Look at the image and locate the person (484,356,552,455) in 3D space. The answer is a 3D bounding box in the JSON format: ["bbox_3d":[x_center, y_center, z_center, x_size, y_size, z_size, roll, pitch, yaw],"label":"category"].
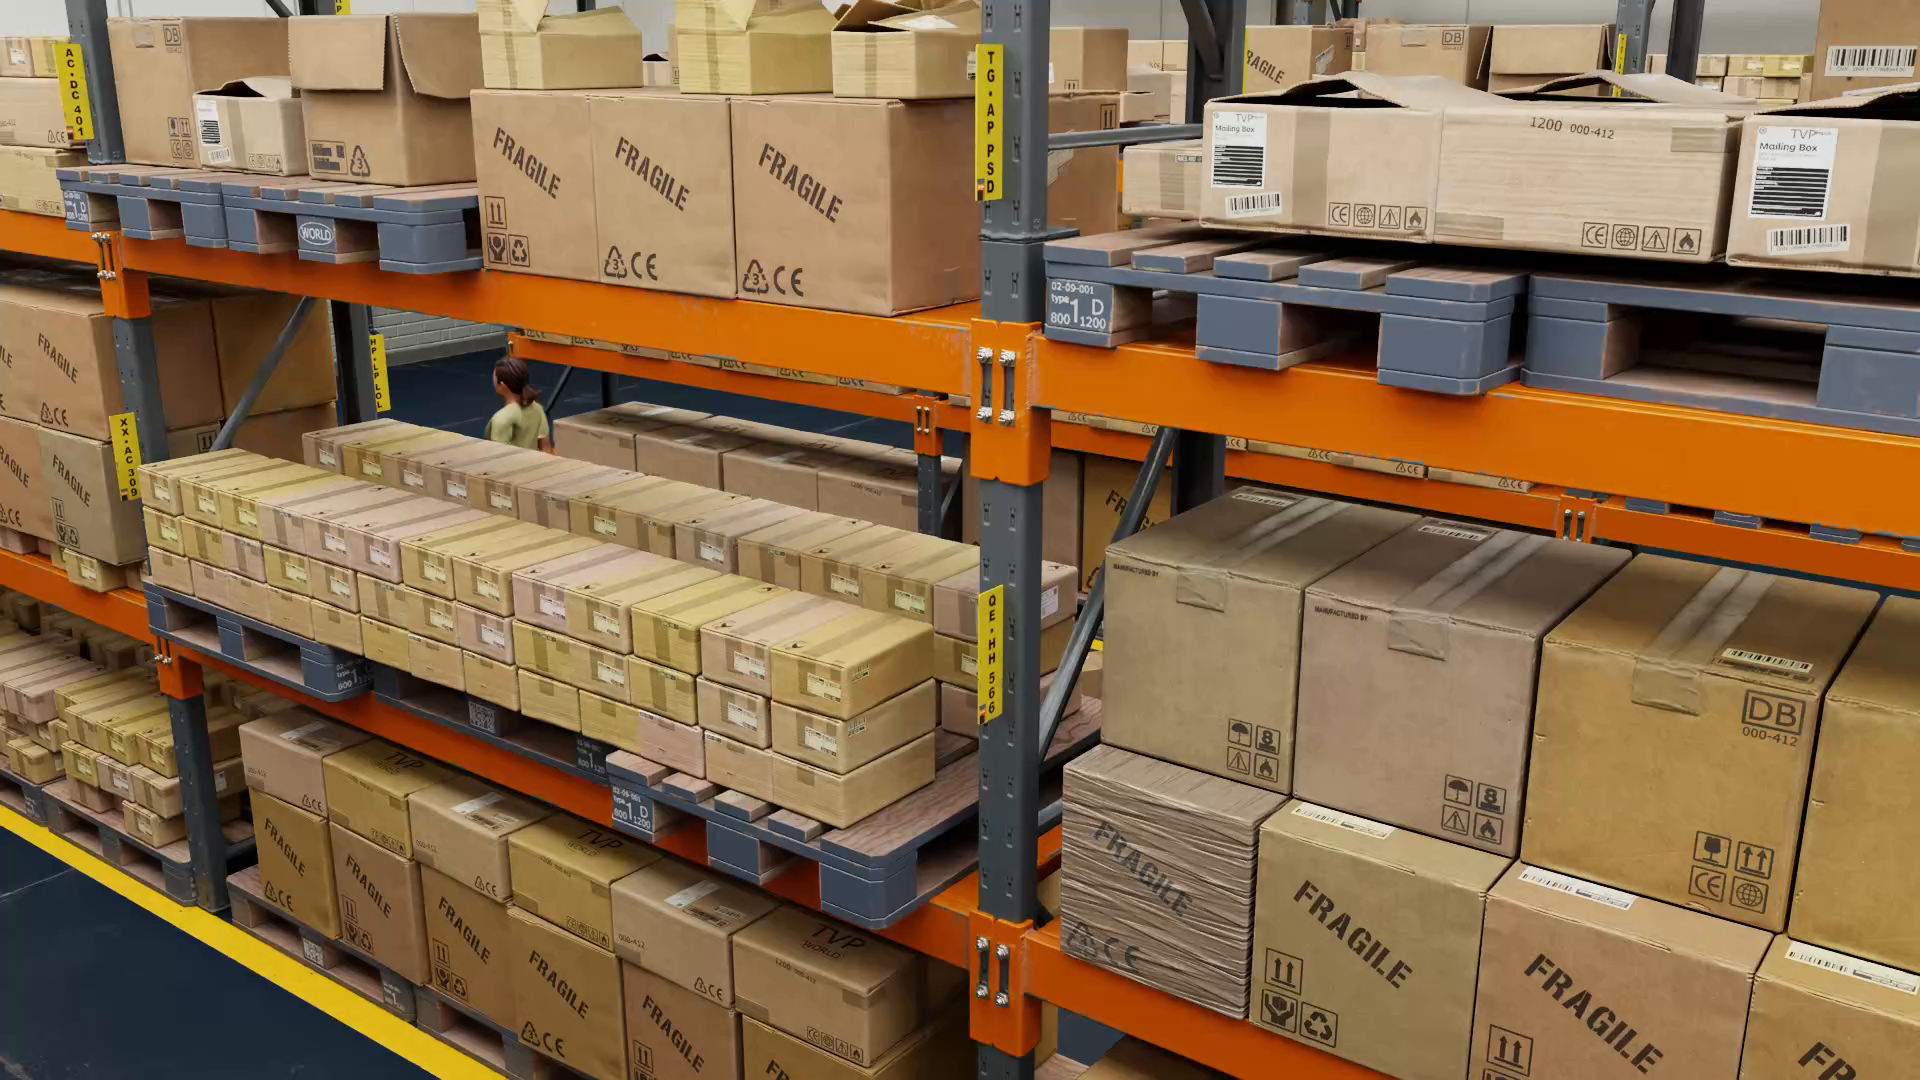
[{"bbox_3d":[-2.709,-0.255,9.916,0.714,1.703,0.454,4,17,15],"label":"person"}]
